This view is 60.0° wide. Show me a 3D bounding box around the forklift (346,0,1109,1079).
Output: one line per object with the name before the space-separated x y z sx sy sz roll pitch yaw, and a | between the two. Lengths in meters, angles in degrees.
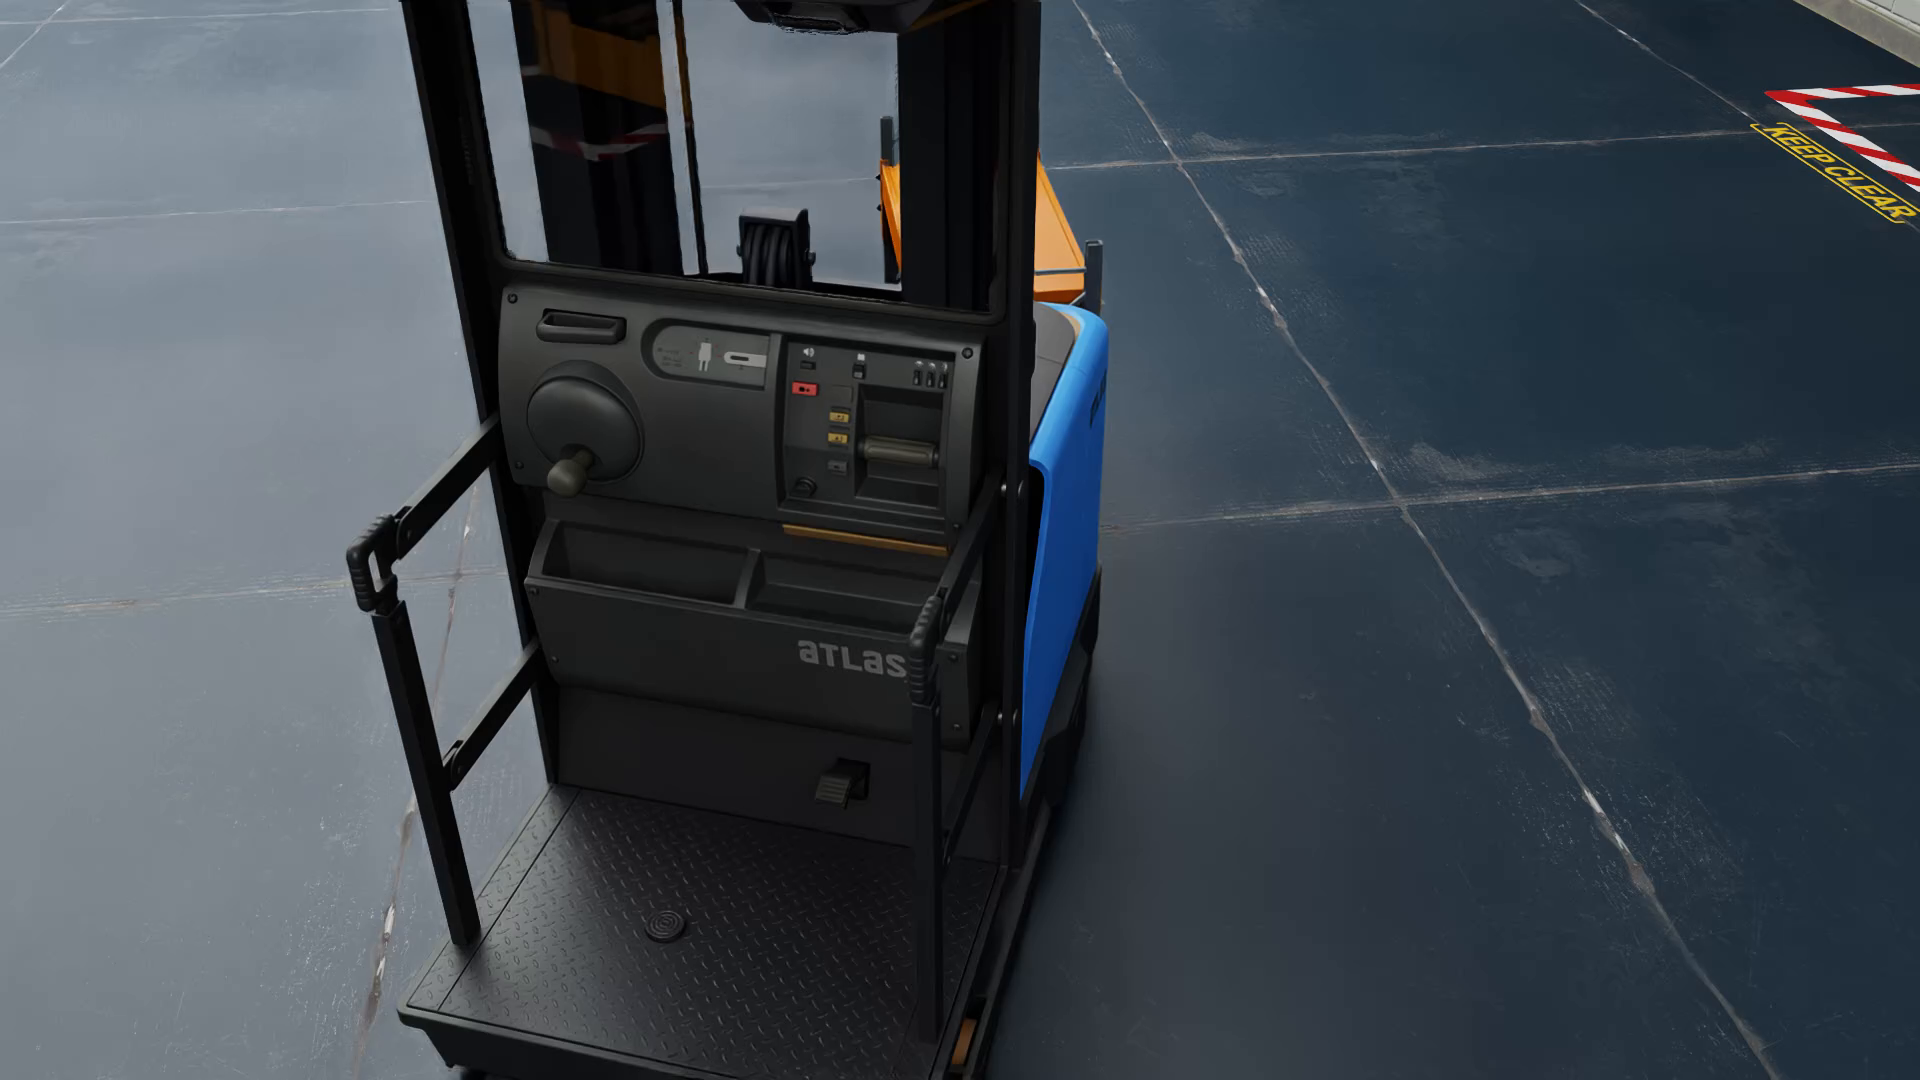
forklift | -0.470 -0.176 2.906 1.130 2.935 3.031 8 35 12

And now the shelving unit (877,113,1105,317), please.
shelving unit | 0.065 -0.592 5.120 0.538 1.125 1.048 -4 34 -6

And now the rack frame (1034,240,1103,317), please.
rack frame | 0.130 -0.308 4.704 0.500 1.125 0.032 -4 34 -6

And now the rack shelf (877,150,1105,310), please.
rack shelf | 0.065 -0.834 4.955 0.538 0.278 1.000 -4 34 -6

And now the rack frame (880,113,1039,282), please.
rack frame | 0.000 -0.876 5.537 0.500 1.125 0.032 -4 34 -6
